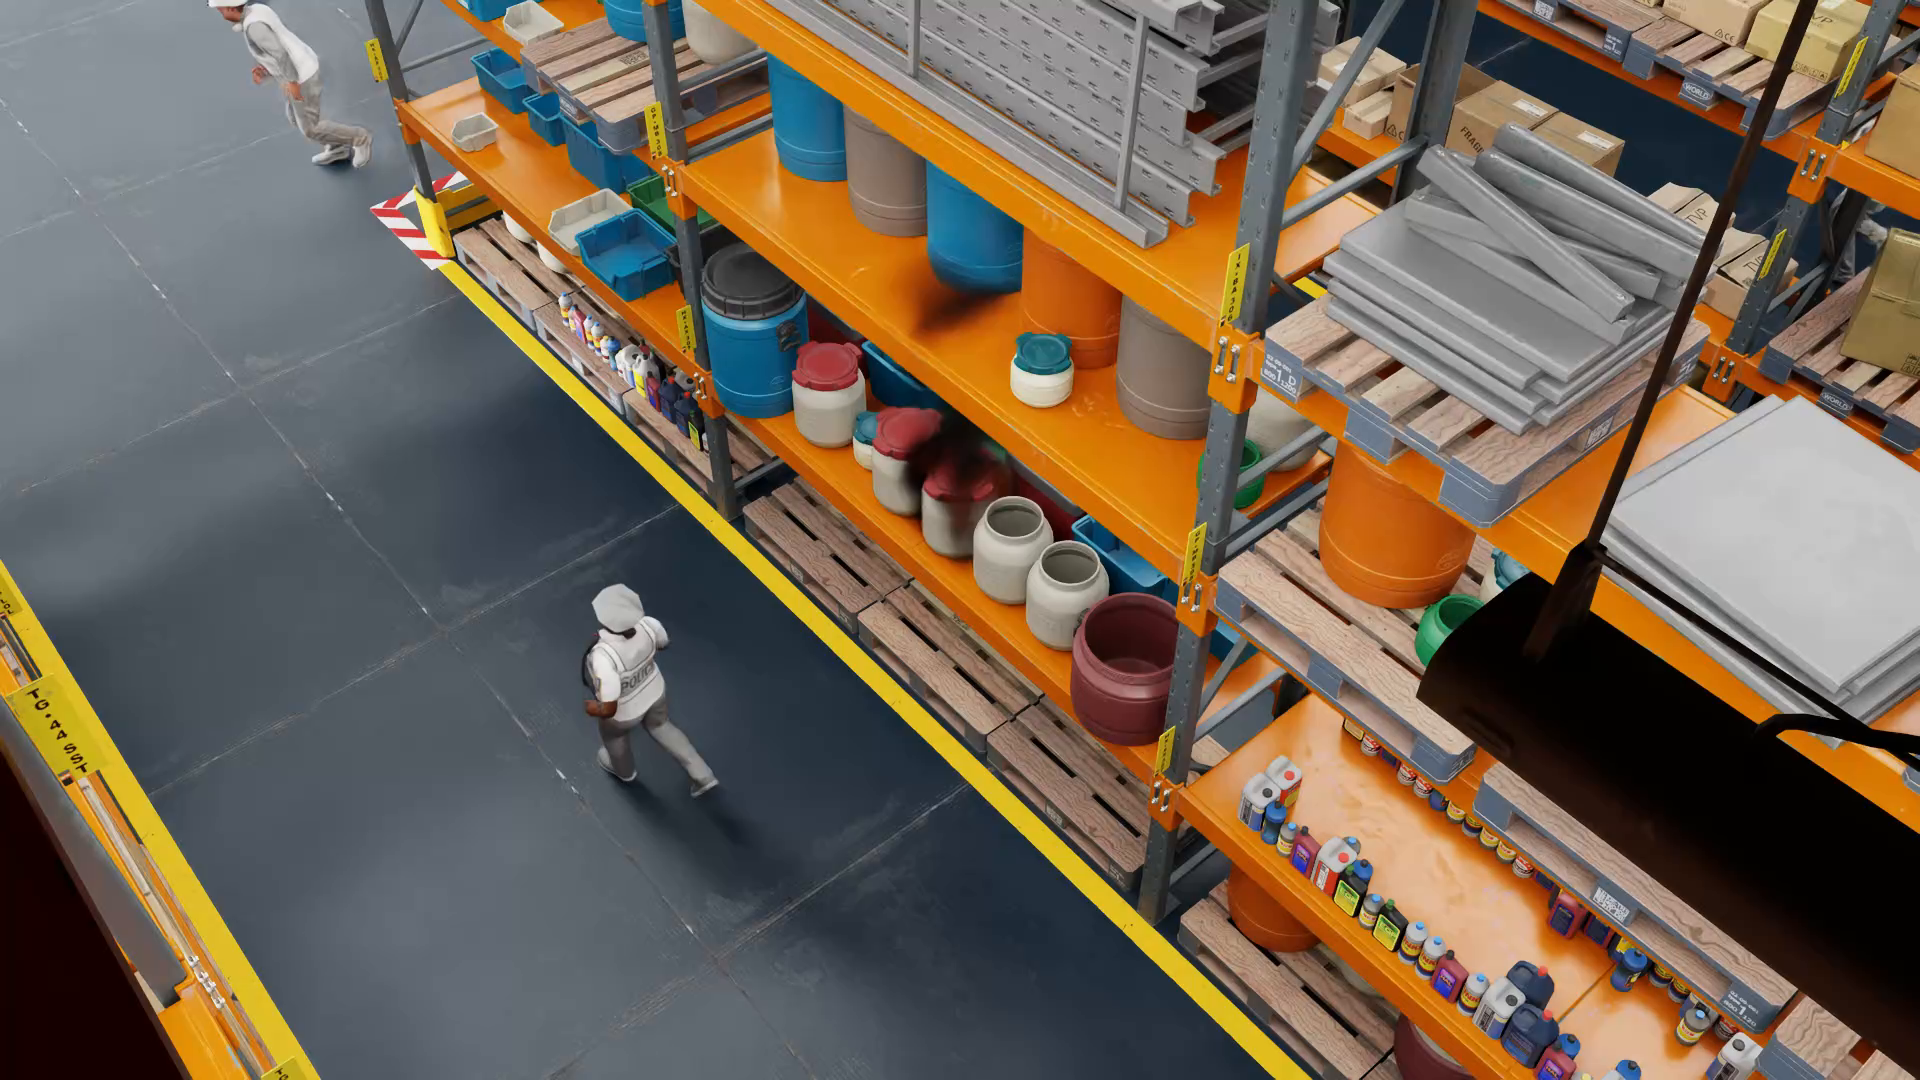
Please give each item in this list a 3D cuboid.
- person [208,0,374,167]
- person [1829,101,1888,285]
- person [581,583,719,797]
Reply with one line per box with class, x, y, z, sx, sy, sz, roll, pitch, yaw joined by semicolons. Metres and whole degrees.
person;-5.375;-3.756;13.438;0.922;1.612;0.625;-13;48;-12
person;6.740;-2.614;12.312;0.755;1.704;0.686;28;52;24
person;-1.765;0.864;8.999;0.862;1.666;0.596;28;53;24
